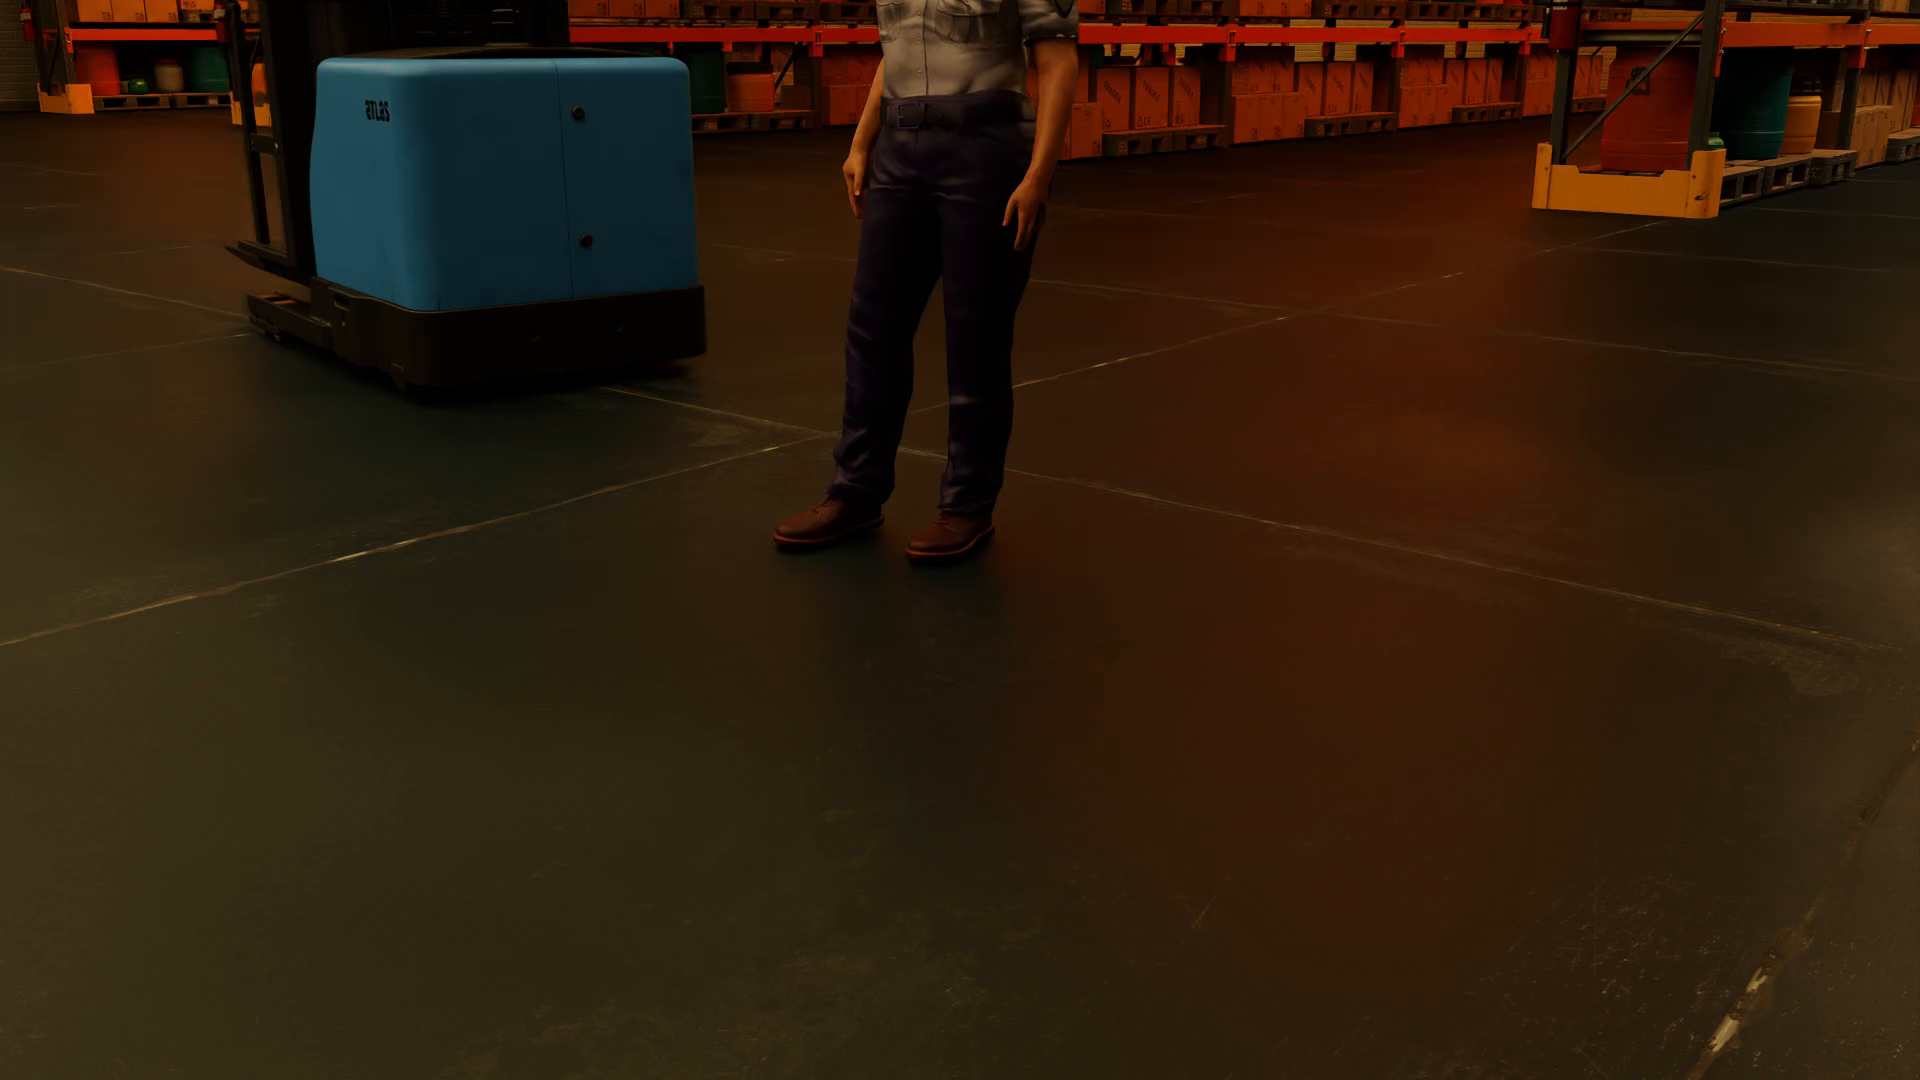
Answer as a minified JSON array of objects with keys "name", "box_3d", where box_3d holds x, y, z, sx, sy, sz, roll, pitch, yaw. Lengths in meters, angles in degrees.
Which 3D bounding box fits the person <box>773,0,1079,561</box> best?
[{"name":"person","box_3d":[-0.074,-0.780,3.648,0.598,1.651,0.503,13,21,37]}]

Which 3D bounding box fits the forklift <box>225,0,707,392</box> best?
[{"name":"forklift","box_3d":[-2.187,-2.251,6.309,1.130,2.935,3.031,-12,21,-35]}]
